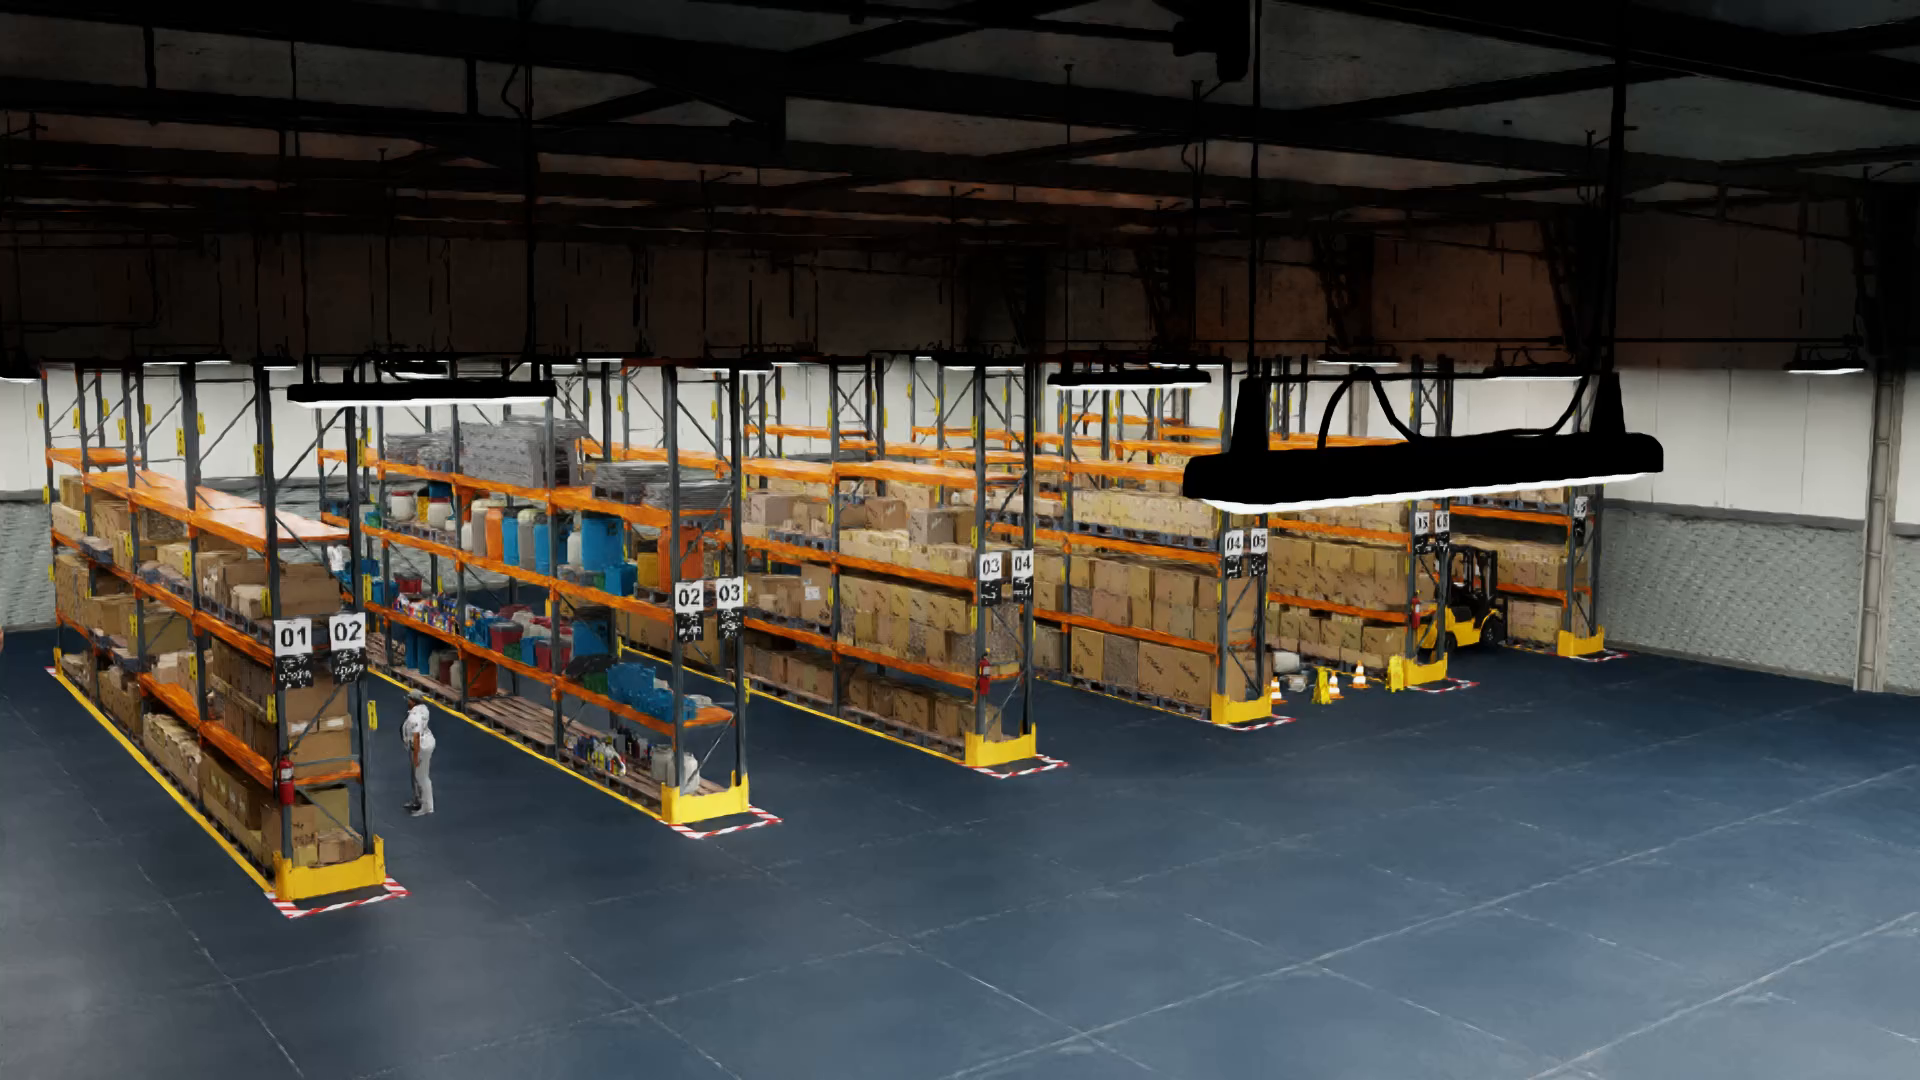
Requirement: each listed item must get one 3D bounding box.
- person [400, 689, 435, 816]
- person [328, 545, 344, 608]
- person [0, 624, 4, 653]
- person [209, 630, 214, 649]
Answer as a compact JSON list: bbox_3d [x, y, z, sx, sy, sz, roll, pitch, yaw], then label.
[{"bbox_3d":[-7.300,2.826,22.317,0.478,1.667,0.523,-1,7,-6],"label":"person"},{"bbox_3d":[-14.833,0.752,39.172,0.486,1.782,0.724,1,7,8],"label":"person"},{"bbox_3d":[-17.462,1.964,29.795,0.598,1.619,0.507,-5,9,-38],"label":"person"},{"bbox_3d":[-15.185,1.402,33.561,0.433,1.790,0.629,-2,7,-15],"label":"person"}]
